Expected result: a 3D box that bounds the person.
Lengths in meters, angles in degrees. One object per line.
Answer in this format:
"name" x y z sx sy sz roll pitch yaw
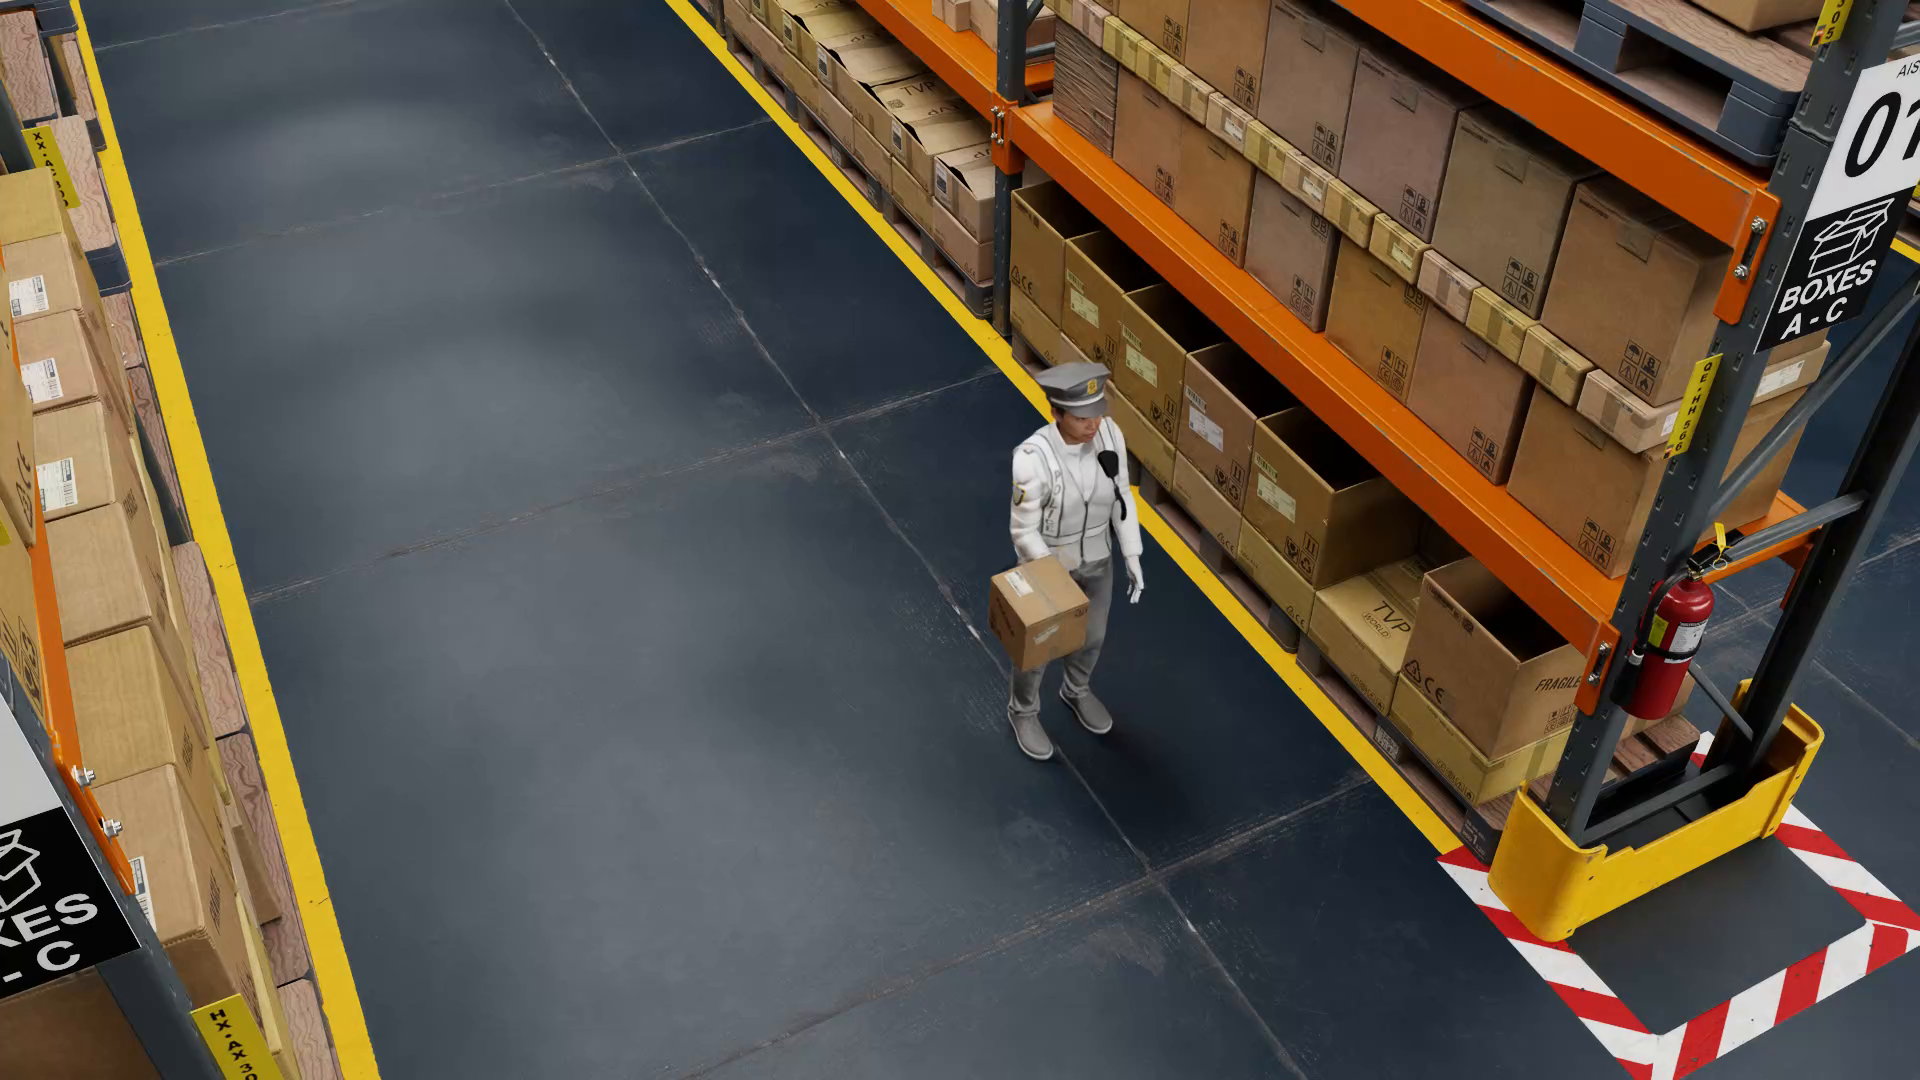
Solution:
"person" 0.424 0.107 6.014 0.492 1.691 0.476 -20 45 -21
